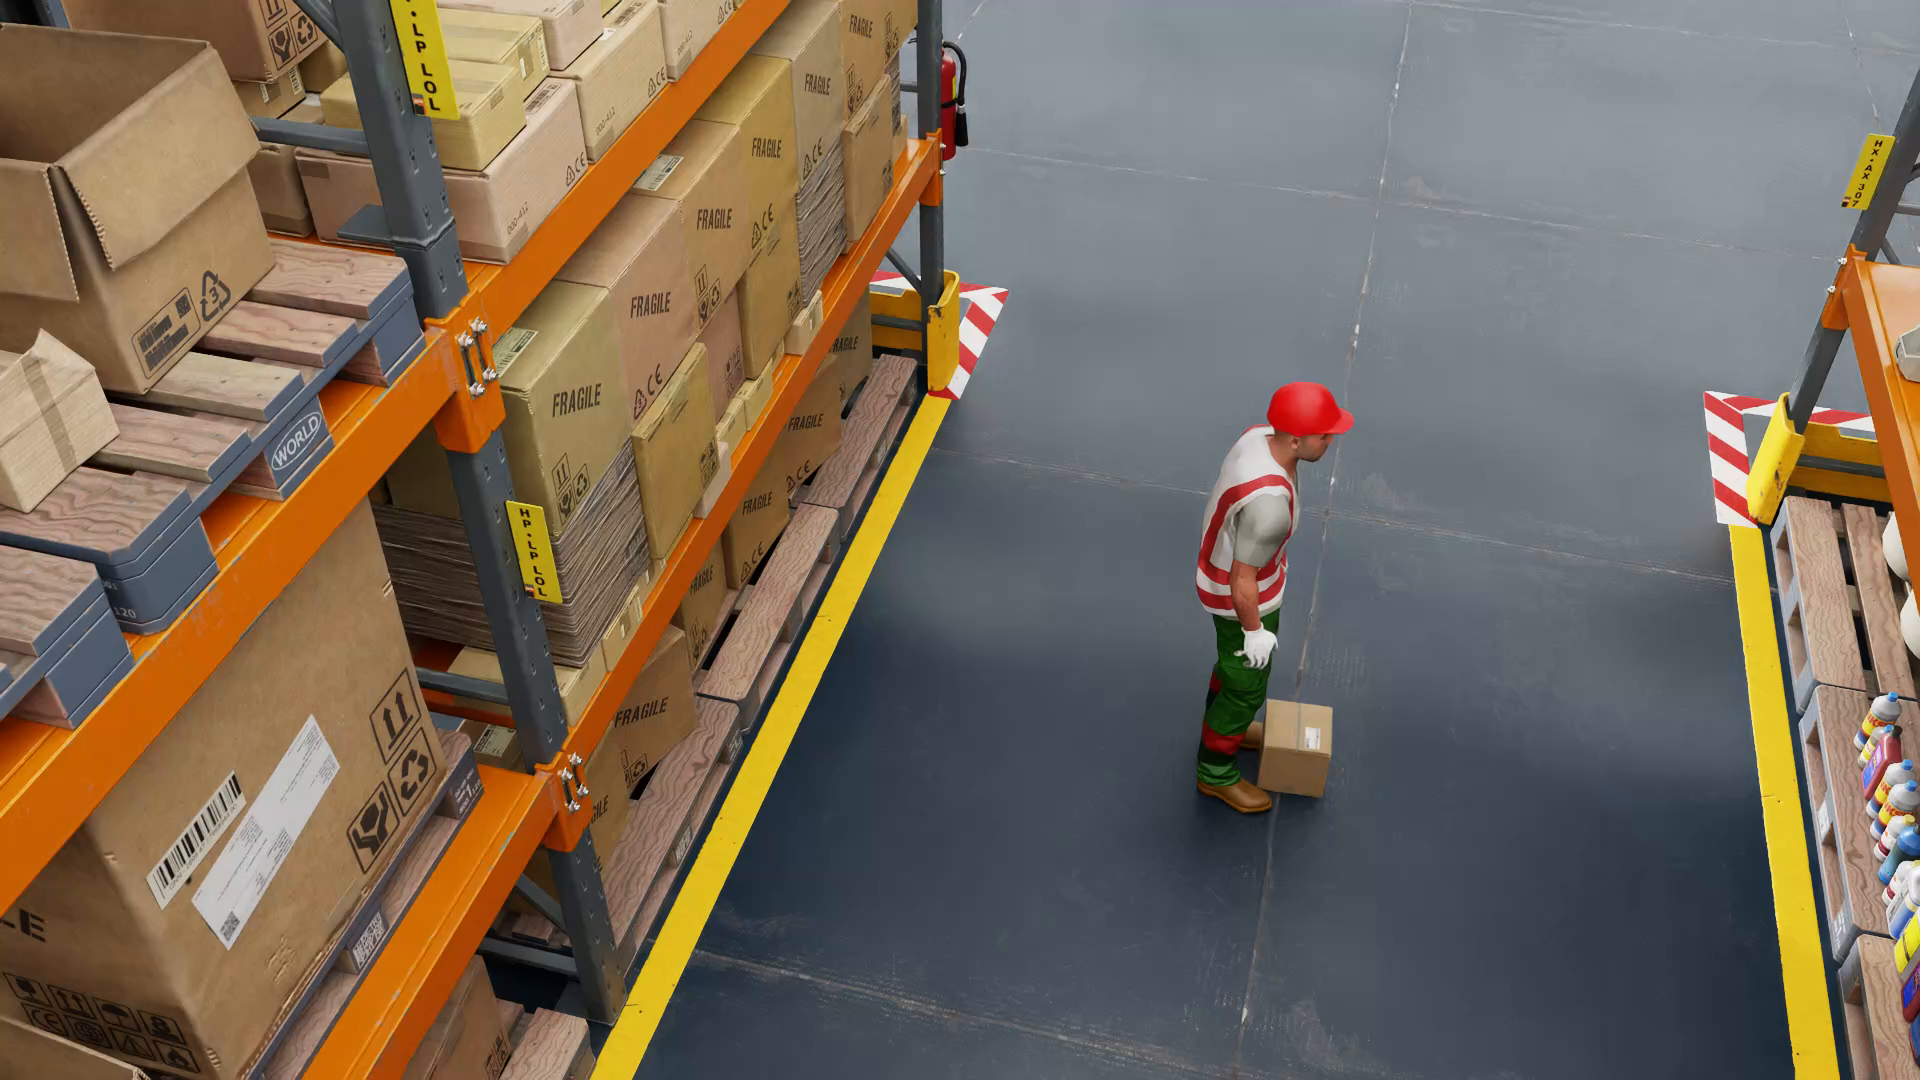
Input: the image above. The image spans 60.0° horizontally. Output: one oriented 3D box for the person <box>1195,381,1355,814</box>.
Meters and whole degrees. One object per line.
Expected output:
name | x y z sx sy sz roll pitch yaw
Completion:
person | 1.061 0.183 5.934 0.449 1.778 0.595 8 41 10
